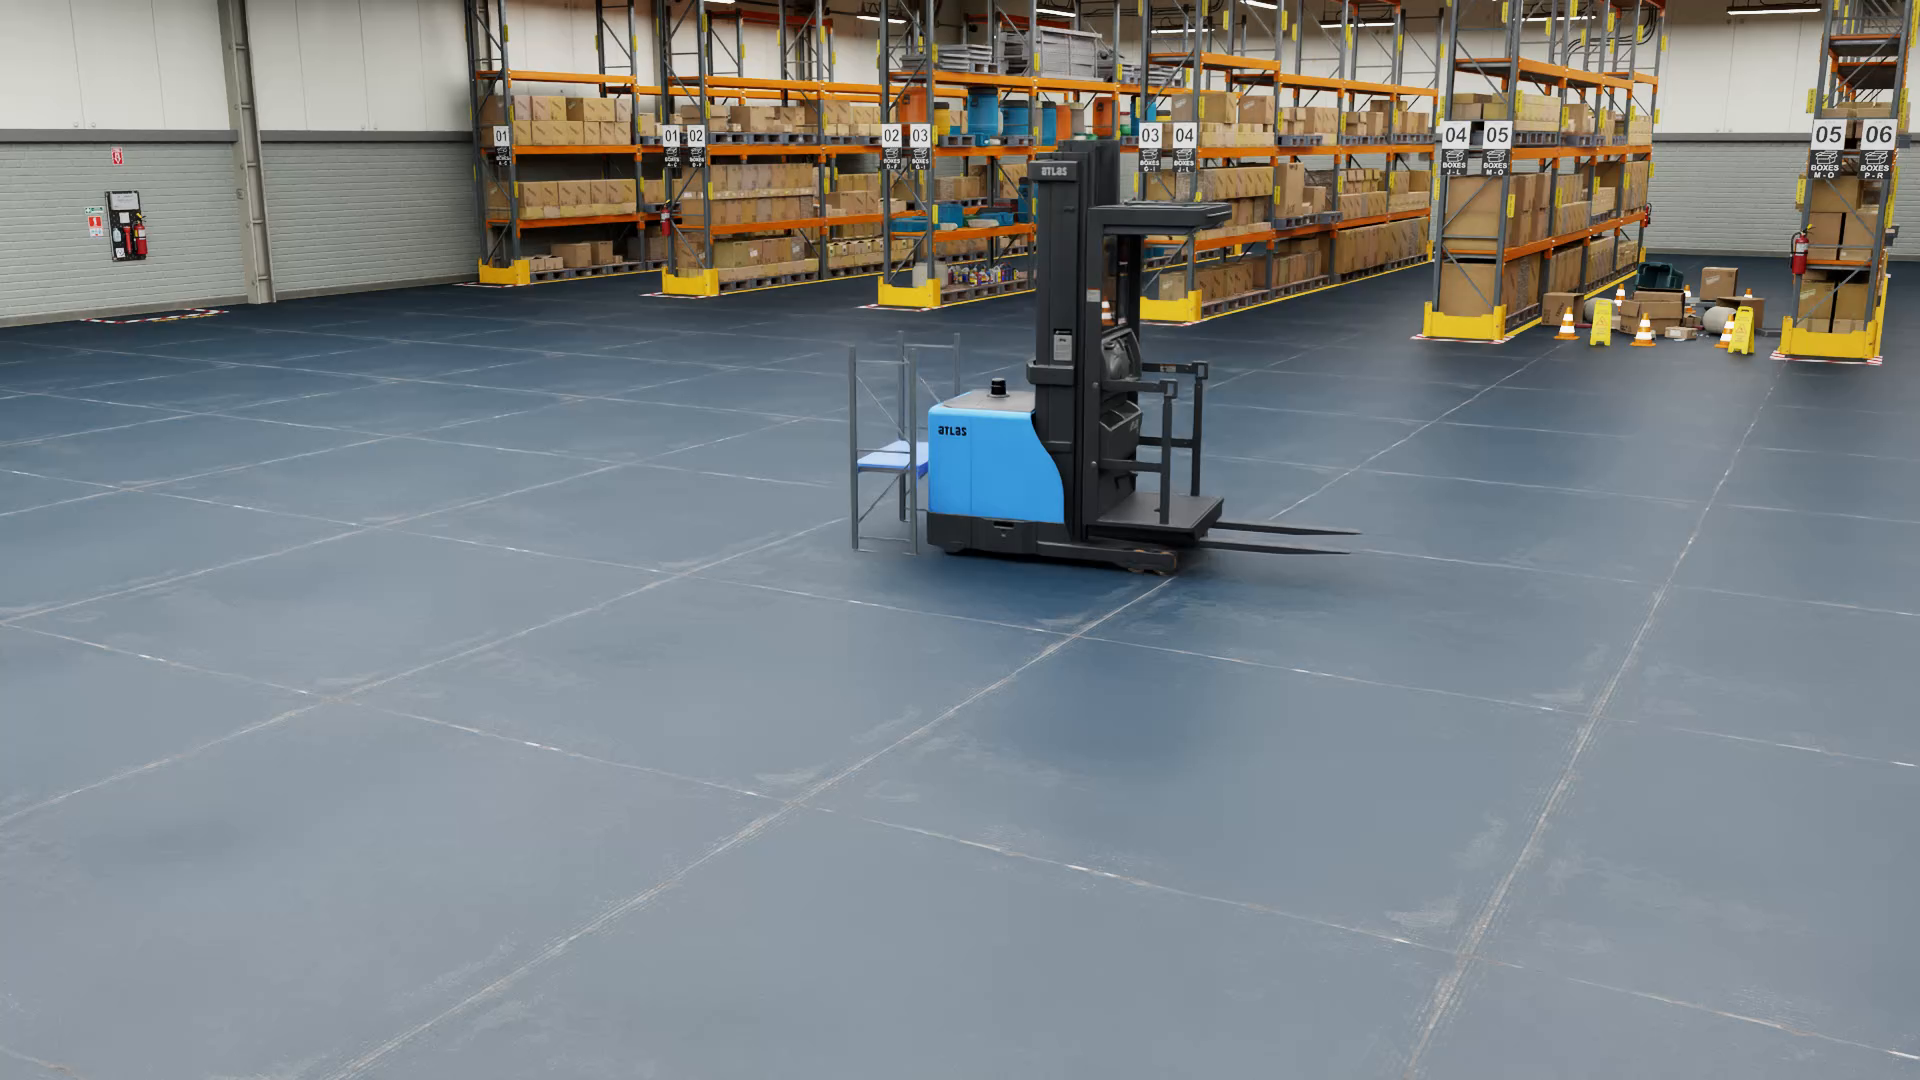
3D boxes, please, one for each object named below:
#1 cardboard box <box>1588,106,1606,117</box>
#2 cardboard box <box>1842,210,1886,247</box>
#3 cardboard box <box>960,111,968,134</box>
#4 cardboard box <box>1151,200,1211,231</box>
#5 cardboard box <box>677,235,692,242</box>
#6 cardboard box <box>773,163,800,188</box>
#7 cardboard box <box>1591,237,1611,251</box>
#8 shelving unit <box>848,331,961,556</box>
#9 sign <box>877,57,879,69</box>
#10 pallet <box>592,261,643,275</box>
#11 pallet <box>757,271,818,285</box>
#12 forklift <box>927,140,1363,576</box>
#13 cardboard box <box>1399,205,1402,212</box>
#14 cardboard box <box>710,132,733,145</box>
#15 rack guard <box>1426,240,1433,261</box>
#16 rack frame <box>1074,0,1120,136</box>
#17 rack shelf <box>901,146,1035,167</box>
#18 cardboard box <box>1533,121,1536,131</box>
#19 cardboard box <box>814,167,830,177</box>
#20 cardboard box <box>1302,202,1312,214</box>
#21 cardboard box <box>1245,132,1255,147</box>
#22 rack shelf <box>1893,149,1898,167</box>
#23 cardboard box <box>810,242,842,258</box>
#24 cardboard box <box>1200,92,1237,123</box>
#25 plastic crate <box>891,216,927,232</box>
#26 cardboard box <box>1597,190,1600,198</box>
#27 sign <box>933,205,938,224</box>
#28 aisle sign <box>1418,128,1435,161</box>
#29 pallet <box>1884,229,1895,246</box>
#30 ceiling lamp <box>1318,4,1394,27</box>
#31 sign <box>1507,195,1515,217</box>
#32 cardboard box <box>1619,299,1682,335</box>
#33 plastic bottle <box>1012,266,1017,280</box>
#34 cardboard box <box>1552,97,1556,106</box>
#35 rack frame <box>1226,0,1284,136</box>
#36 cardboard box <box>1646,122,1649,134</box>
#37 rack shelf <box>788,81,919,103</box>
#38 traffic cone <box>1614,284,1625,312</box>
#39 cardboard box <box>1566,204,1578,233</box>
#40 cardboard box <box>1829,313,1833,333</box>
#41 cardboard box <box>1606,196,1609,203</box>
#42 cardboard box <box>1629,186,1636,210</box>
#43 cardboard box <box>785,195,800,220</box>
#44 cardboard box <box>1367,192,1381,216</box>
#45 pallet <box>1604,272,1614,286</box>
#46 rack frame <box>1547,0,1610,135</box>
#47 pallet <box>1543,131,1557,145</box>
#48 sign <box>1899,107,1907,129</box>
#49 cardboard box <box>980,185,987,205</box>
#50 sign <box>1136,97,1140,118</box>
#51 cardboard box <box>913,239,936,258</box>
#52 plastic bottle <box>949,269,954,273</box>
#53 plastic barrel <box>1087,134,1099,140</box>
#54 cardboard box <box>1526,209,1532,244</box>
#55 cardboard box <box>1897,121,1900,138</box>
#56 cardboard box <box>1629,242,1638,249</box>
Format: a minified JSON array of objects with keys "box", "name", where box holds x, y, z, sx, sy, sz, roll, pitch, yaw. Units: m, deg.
[{"box":[12.262,-8.251,32.112,0.396,0.266,0.258,7,15,28],"name":"cardboard box"},{"box":[12.809,-4.399,23.532,0.500,0.500,0.500,8,16,30],"name":"cardboard box"},{"box":[-0.065,-10.266,40.993,0.600,0.600,0.600,7,15,27],"name":"cardboard box"},{"box":[3.705,-5.459,27.929,0.875,0.500,0.500,7,15,28],"name":"cardboard box"},{"box":[-6.830,-7.024,39.662,0.700,0.500,0.500,8,15,29],"name":"cardboard box"},{"box":[-3.774,-7.584,34.608,0.700,0.500,0.500,7,15,28],"name":"cardboard box"},{"box":[13.110,-6.103,34.287,0.500,0.250,0.500,8,16,31],"name":"cardboard box"},{"box":[-0.395,-0.749,12.438,0.538,1.500,1.048,4,14,18],"name":"shelving unit"},{"box":[-2.341,-13.634,47.555,0.100,0.325,0.005,7,15,28],"name":"sign"},{"box":[-7.953,-6.163,37.647,1.003,0.211,1.213,7,15,28],"name":"pallet"},{"box":[-3.743,-5.586,35.253,1.003,0.211,1.213,7,15,28],"name":"pallet"},{"box":[1.328,-1.317,11.744,3.031,2.935,1.130,5,14,20],"name":"forklift"},{"box":[10.030,-7.681,38.530,0.380,0.149,0.250,7,15,27],"name":"cardboard box"},{"box":[-5.838,-9.727,40.229,0.500,0.311,0.500,7,15,28],"name":"cardboard box"},{"box":[11.161,-7.228,41.450,1.175,0.500,0.348,7,15,28],"name":"rack guard"},{"box":[2.947,-10.275,35.953,1.000,3.000,0.127,7,15,28],"name":"rack frame"},{"box":[0.046,-7.236,31.283,1.077,0.370,4.000,7,15,28],"name":"rack shelf"},{"box":[8.764,-6.455,25.935,0.380,0.149,0.250,7,15,28],"name":"cardboard box"},{"box":[-3.794,-9.744,44.062,0.500,0.250,0.500,8,16,29],"name":"cardboard box"},{"box":[6.713,-6.563,32.749,0.396,0.266,0.258,7,15,26],"name":"cardboard box"},{"box":[4.854,-7.028,29.204,0.500,0.250,0.500,7,15,28],"name":"cardboard box"},{"box":[14.991,-6.373,27.702,1.077,0.370,4.000,7,15,28],"name":"rack shelf"},{"box":[-2.904,-6.296,36.025,0.500,0.311,0.500,7,15,28],"name":"cardboard box"},{"box":[4.369,-7.324,28.200,0.500,0.500,0.500,7,15,28],"name":"cardboard box"},{"box":[-0.941,-5.782,30.432,0.499,0.251,0.616,7,15,28],"name":"plastic crate"},{"box":[12.476,-6.874,33.017,0.380,0.149,0.250,8,16,31],"name":"cardboard box"},{"box":[-0.441,-5.789,29.553,0.100,0.325,0.005,7,15,28],"name":"sign"},{"box":[11.447,-9.683,40.752,0.394,0.787,0.004,7,15,28],"name":"aisle sign"},{"box":[14.521,-4.901,26.872,1.003,0.211,1.213,7,15,28],"name":"pallet"},{"box":[10.316,-15.019,43.178,2.000,3.185,0.800,7,15,28],"name":"ceiling lamp"},{"box":[8.191,-4.969,24.727,0.100,0.325,0.005,7,15,28],"name":"sign"},{"box":[10.723,-3.467,25.840,0.797,0.503,0.637,-3,14,-11],"name":"cardboard box"},{"box":[1.069,-5.295,32.954,0.061,0.283,0.133,8,16,31],"name":"plastic bottle"},{"box":[9.500,-7.156,27.141,0.380,0.149,0.250,7,15,28],"name":"cardboard box"},{"box":[5.349,-8.893,30.221,1.000,3.000,0.127,7,15,28],"name":"rack frame"},{"box":[15.197,-9.256,37.380,0.500,0.250,0.500,7,15,27],"name":"cardboard box"},{"box":[-2.355,-9.882,36.713,1.077,0.370,4.000,7,15,28],"name":"rack shelf"},{"box":[11.612,-4.265,29.236,0.336,0.463,0.334,7,15,28],"name":"traffic cone"},{"box":[10.865,-5.830,30.103,0.500,0.500,0.500,8,16,29],"name":"cardboard box"},{"box":[12.503,-3.202,24.388,0.500,0.250,0.500,7,15,28],"name":"cardboard box"},{"box":[13.112,-6.997,34.160,0.380,0.149,0.250,7,15,26],"name":"cardboard box"},{"box":[14.477,-7.503,36.408,0.500,0.500,0.500,7,15,27],"name":"cardboard box"},{"box":[-3.780,-6.948,34.739,0.700,0.500,0.500,7,15,27],"name":"cardboard box"},{"box":[8.984,-7.439,36.777,0.500,0.500,0.500,8,16,30],"name":"cardboard box"},{"box":[13.134,-5.520,34.979,1.003,0.211,1.213,7,15,28],"name":"pallet"},{"box":[11.575,-9.131,31.208,1.000,3.000,0.127,7,15,28],"name":"rack frame"},{"box":[9.237,-6.642,27.475,1.003,0.211,1.213,7,15,28],"name":"pallet"},{"box":[14.502,-6.504,25.606,0.100,0.325,0.005,7,15,28],"name":"sign"},{"box":[0.563,-8.921,42.925,0.500,0.500,0.500,8,16,29],"name":"cardboard box"},{"box":[2.939,-7.112,27.343,0.100,0.325,0.005,7,15,28],"name":"sign"},{"box":[-0.917,-6.980,39.482,0.500,0.500,0.500,8,16,30],"name":"cardboard box"},{"box":[-0.204,-5.111,32.204,0.152,0.276,0.135,7,15,26],"name":"plastic bottle"},{"box":[2.872,-8.685,36.089,0.294,0.245,0.294,0,14,0],"name":"plastic barrel"},{"box":[8.695,-5.057,26.789,0.875,0.550,0.500,7,15,28],"name":"cardboard box"},{"box":[13.311,-5.950,24.099,0.500,0.250,0.500,8,16,29],"name":"cardboard box"},{"box":[15.223,-6.714,37.898,0.380,0.149,0.250,7,15,27],"name":"cardboard box"}]
